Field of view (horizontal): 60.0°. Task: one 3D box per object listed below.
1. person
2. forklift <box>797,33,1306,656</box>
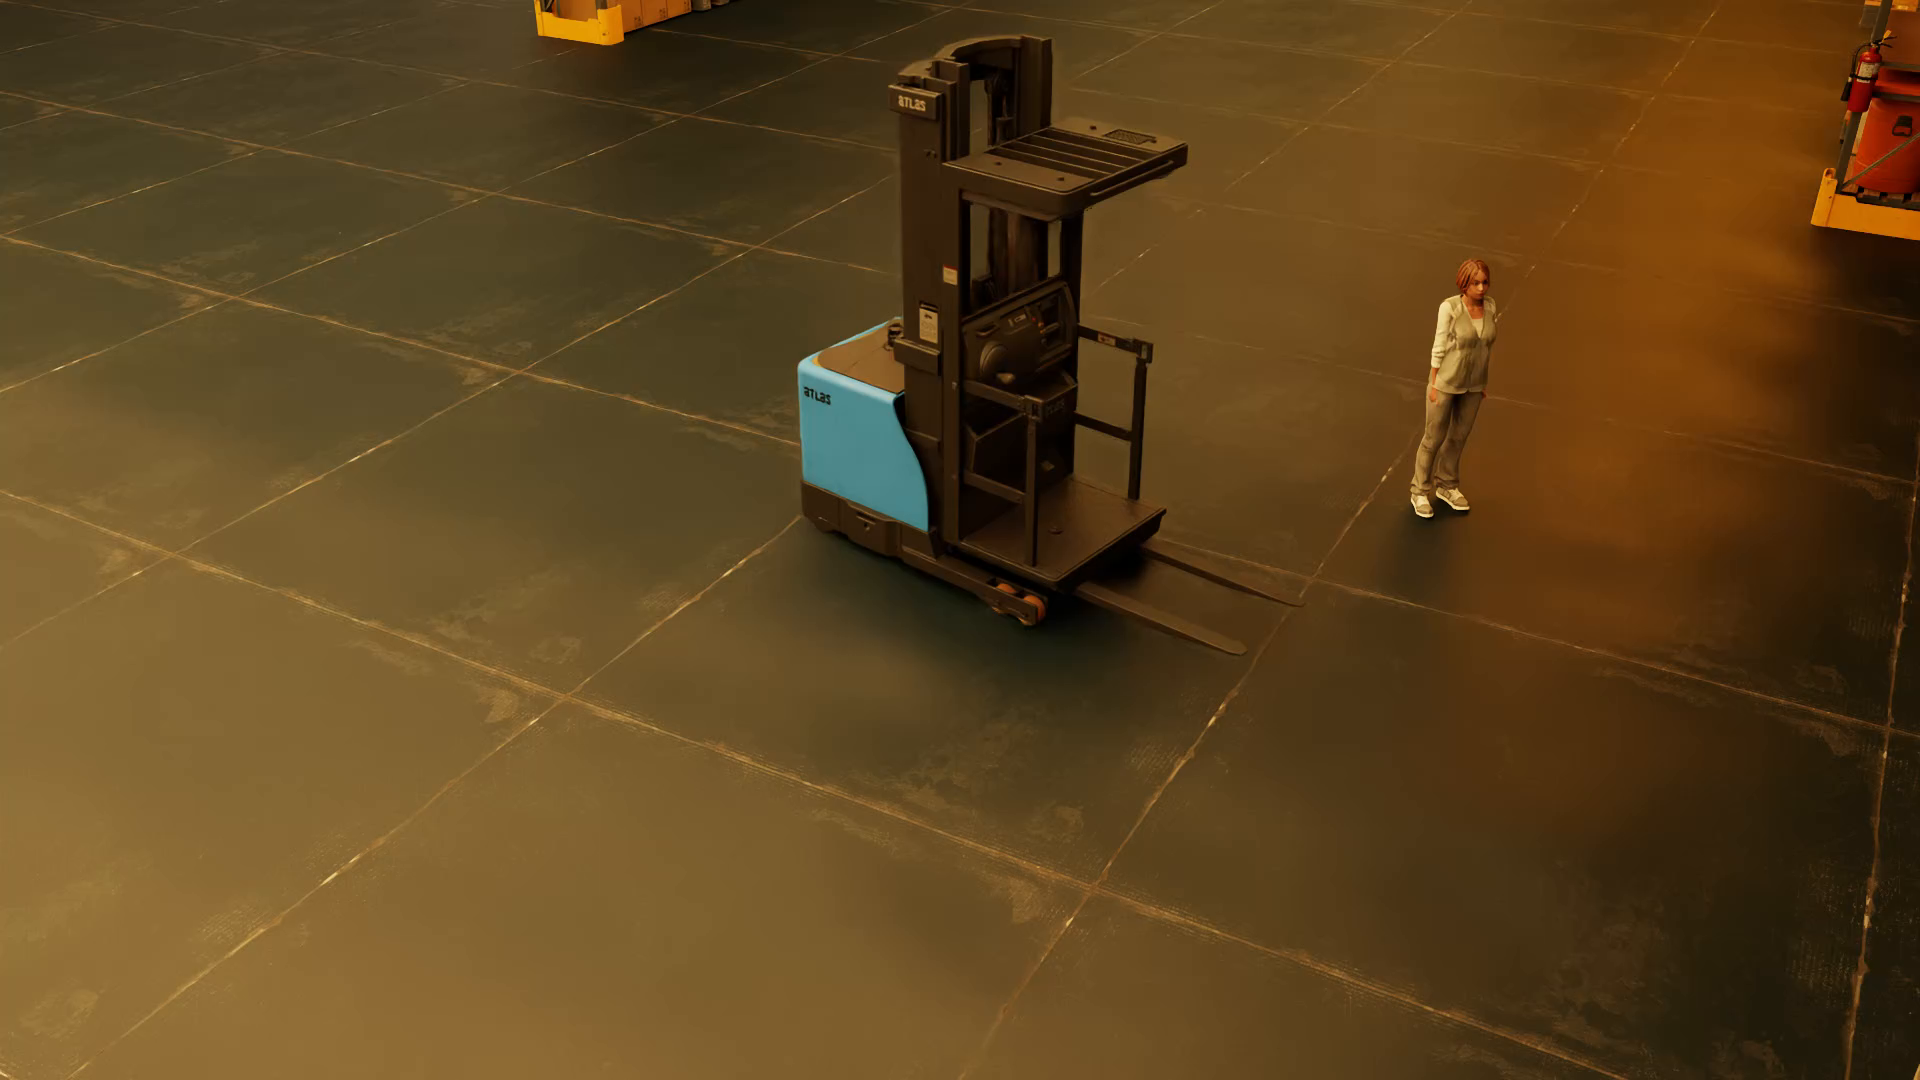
[{"bbox_3d":[2.991,-0.916,9.992,0.411,1.602,0.331,-9,31,-16],"label":"person"},{"bbox_3d":[0.492,-1.095,8.968,3.031,2.935,1.130,22,37,34],"label":"forklift"}]
